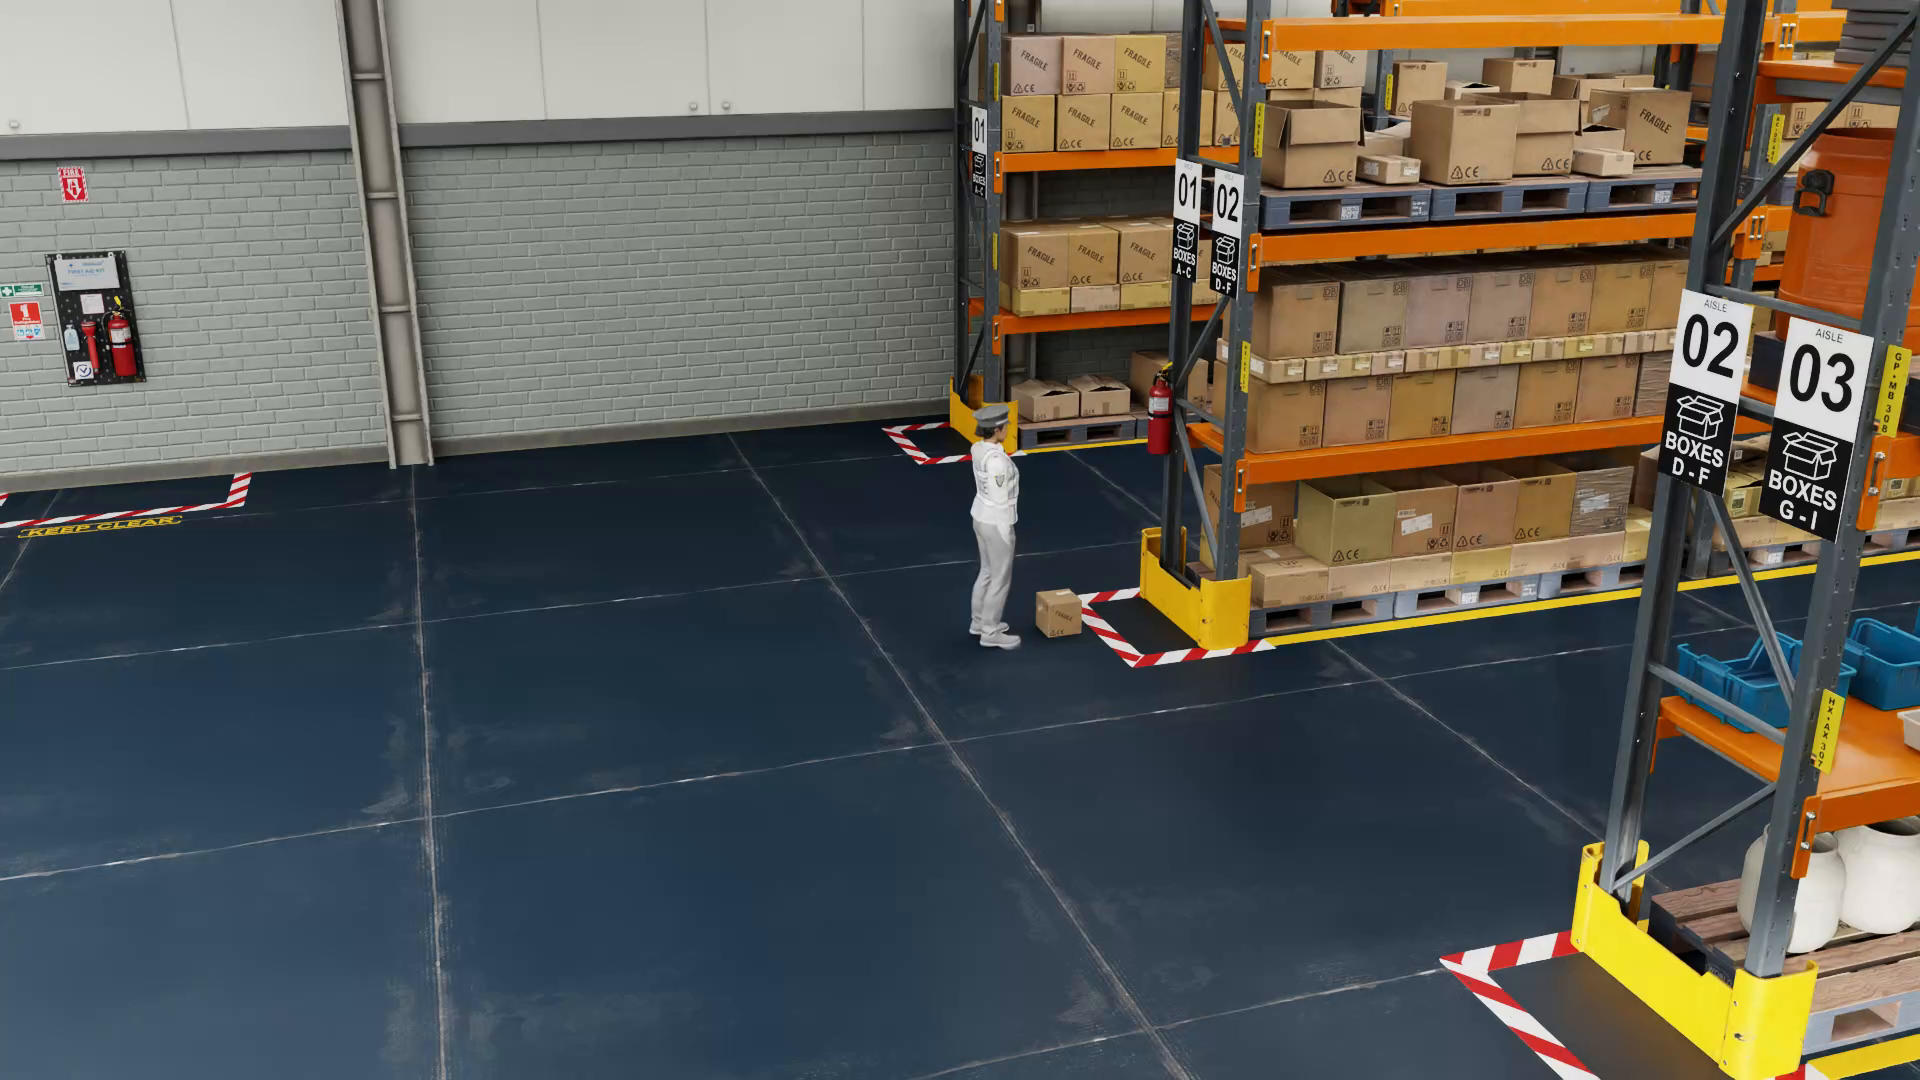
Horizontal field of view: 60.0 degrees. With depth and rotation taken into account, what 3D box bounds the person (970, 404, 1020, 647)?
[{"bbox_3d":[0.245,-0.107,11.369,0.329,1.671,0.468,-6,20,-16],"label":"person"}]
